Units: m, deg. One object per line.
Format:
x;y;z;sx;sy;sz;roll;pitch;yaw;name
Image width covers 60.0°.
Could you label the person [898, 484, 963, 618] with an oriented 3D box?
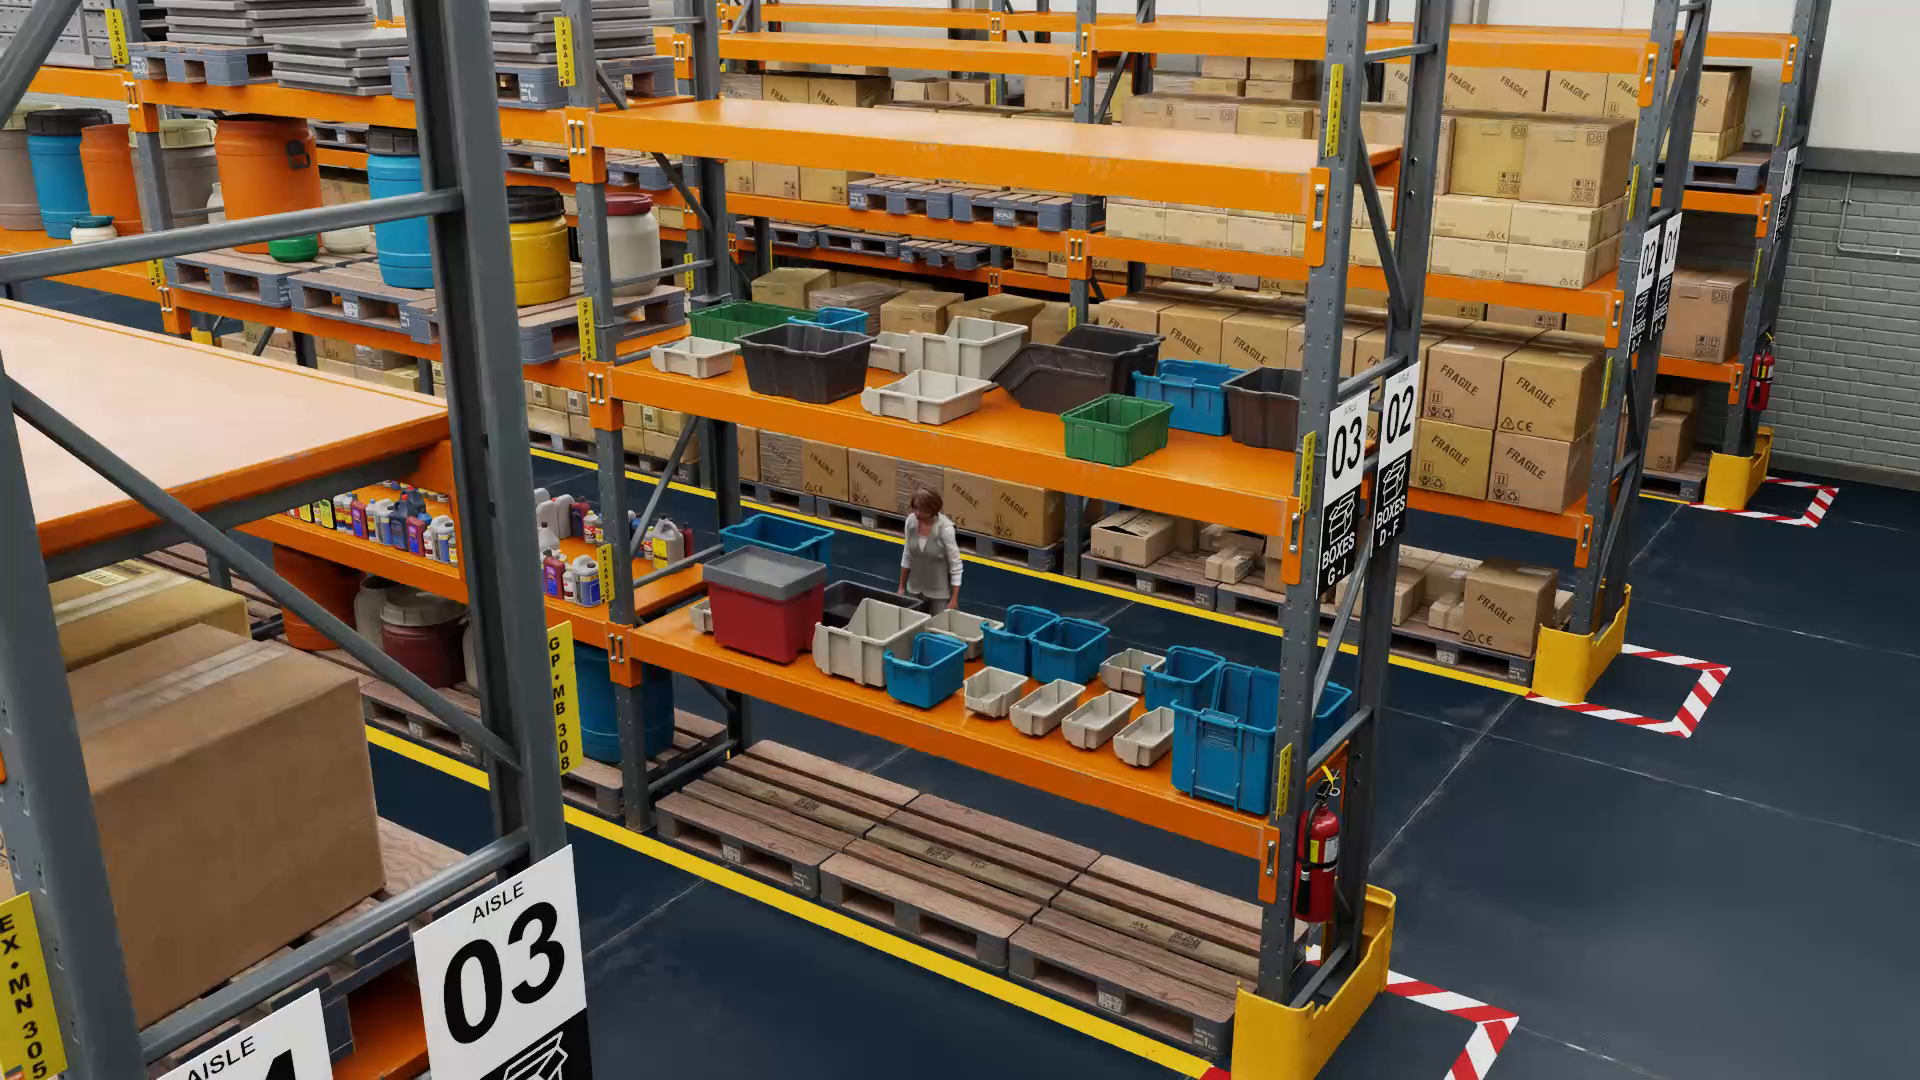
-0.202;0.372;11.074;0.473;1.593;0.349;13;24;31;person
